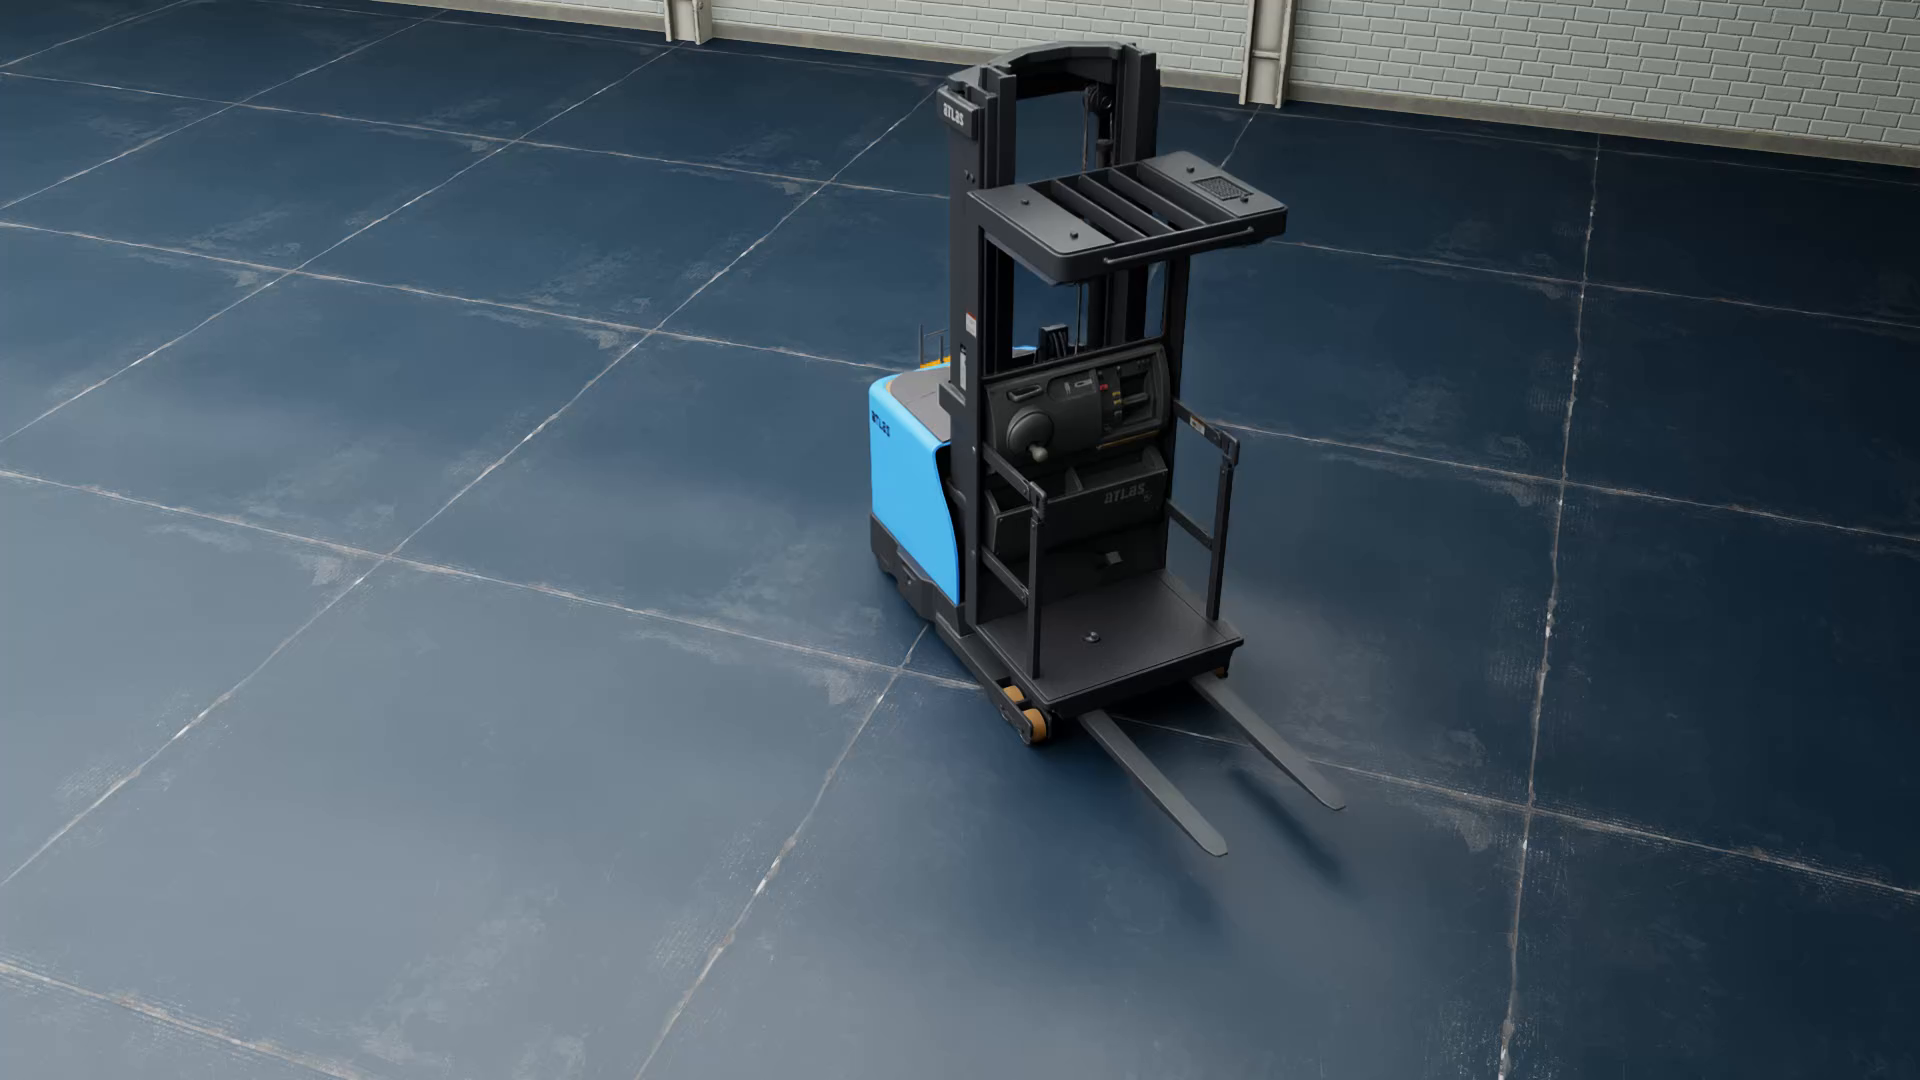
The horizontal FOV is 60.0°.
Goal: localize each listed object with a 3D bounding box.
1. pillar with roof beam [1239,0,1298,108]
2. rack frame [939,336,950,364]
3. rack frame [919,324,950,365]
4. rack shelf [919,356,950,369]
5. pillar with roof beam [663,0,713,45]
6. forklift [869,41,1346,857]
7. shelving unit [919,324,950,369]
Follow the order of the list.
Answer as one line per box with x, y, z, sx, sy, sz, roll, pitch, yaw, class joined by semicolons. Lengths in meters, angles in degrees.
1.389;-5.699;9.749;0.400;9.000;9.100;11;34;16;pillar with roof beam
-0.009;-0.589;9.025;0.240;1.200;0.006;-22;39;-30;rack frame
-0.117;-0.669;9.149;0.240;1.200;0.006;-22;39;-30;rack frame
-0.063;-0.894;8.915;0.258;0.103;0.180;-22;39;-30;rack shelf
-4.259;-6.797;11.450;0.400;9.000;9.100;11;34;16;pillar with roof beam
0.647;-0.560;7.383;1.130;2.935;3.031;-16;36;-23;forklift
-0.063;-0.629;9.087;0.258;1.200;0.189;-22;39;-30;shelving unit
